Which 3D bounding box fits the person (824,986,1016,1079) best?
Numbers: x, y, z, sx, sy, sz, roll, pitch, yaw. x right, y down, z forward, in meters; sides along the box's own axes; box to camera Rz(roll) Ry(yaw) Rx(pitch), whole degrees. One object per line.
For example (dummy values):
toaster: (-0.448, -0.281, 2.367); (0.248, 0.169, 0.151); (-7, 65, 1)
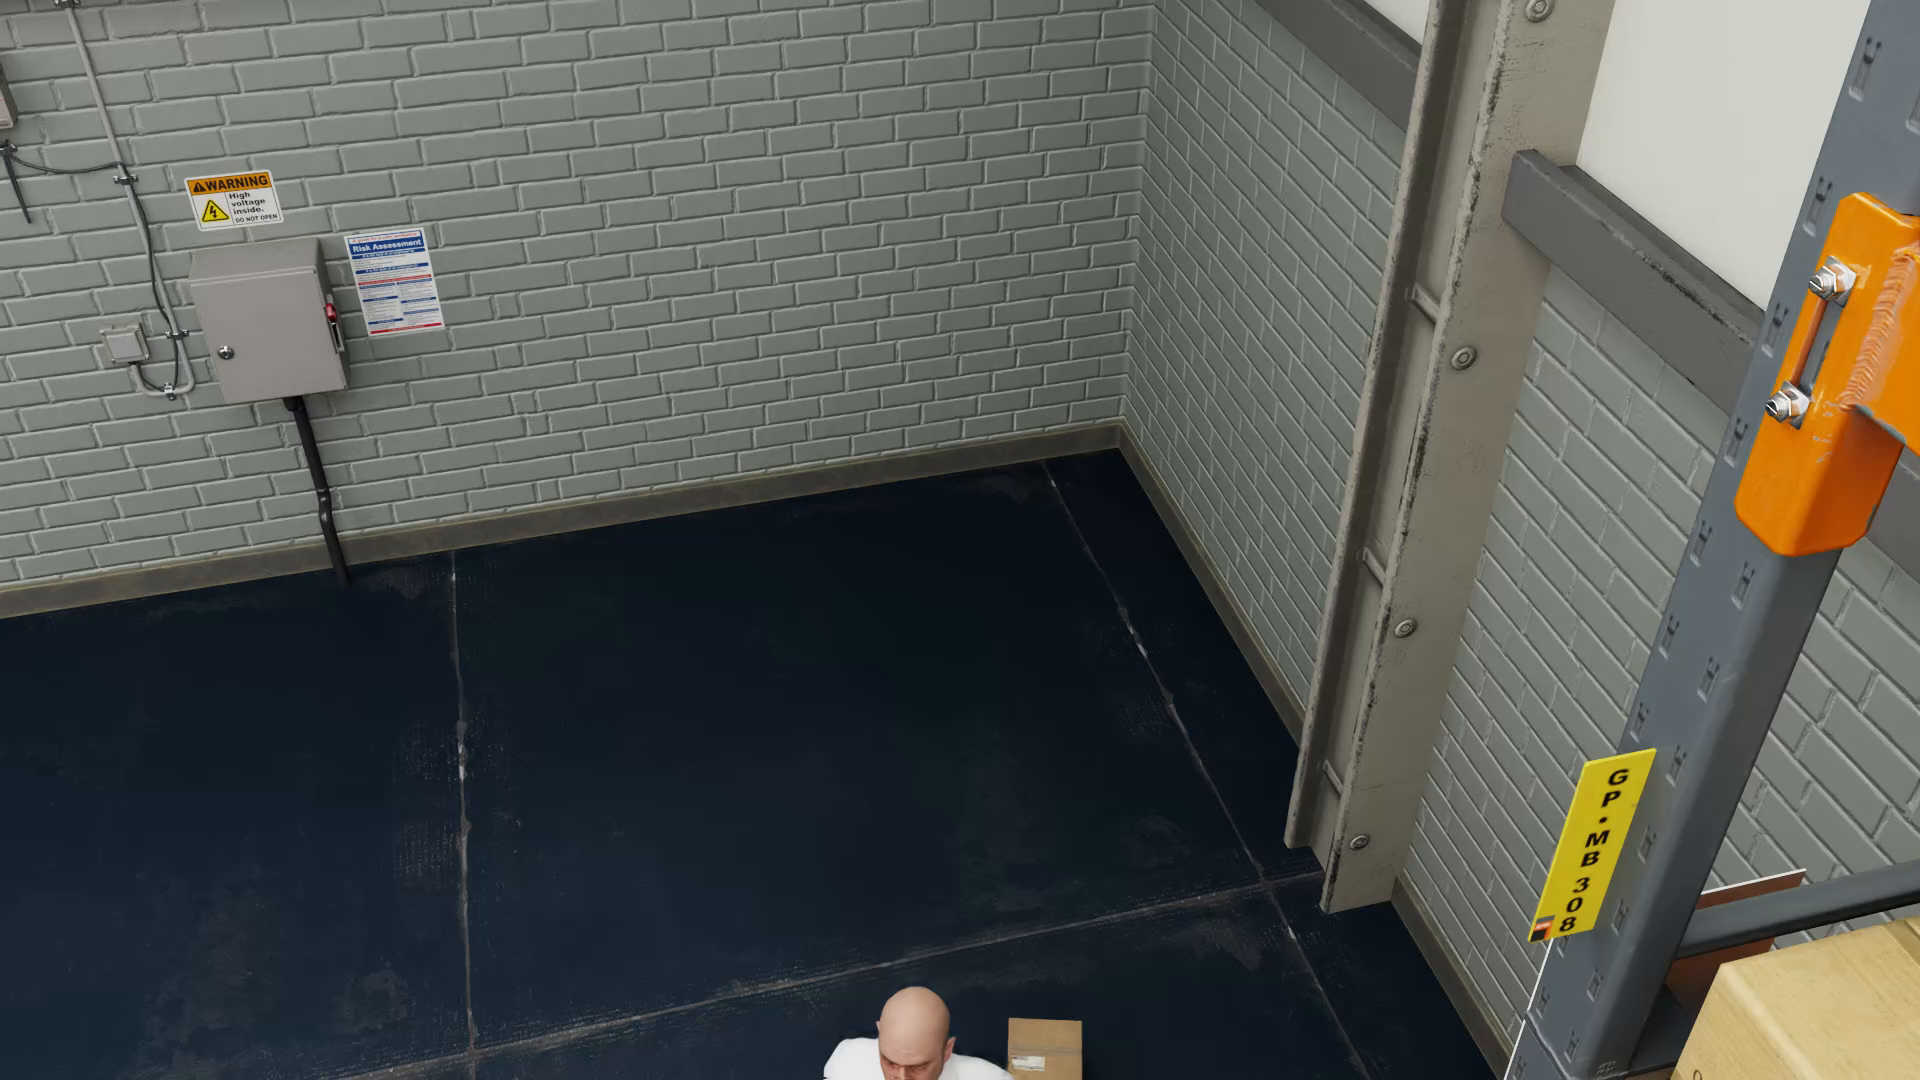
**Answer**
person: (-0.094, 1.798, 4.413); (0.586, 1.729, 1.171); (4, 38, 5)
